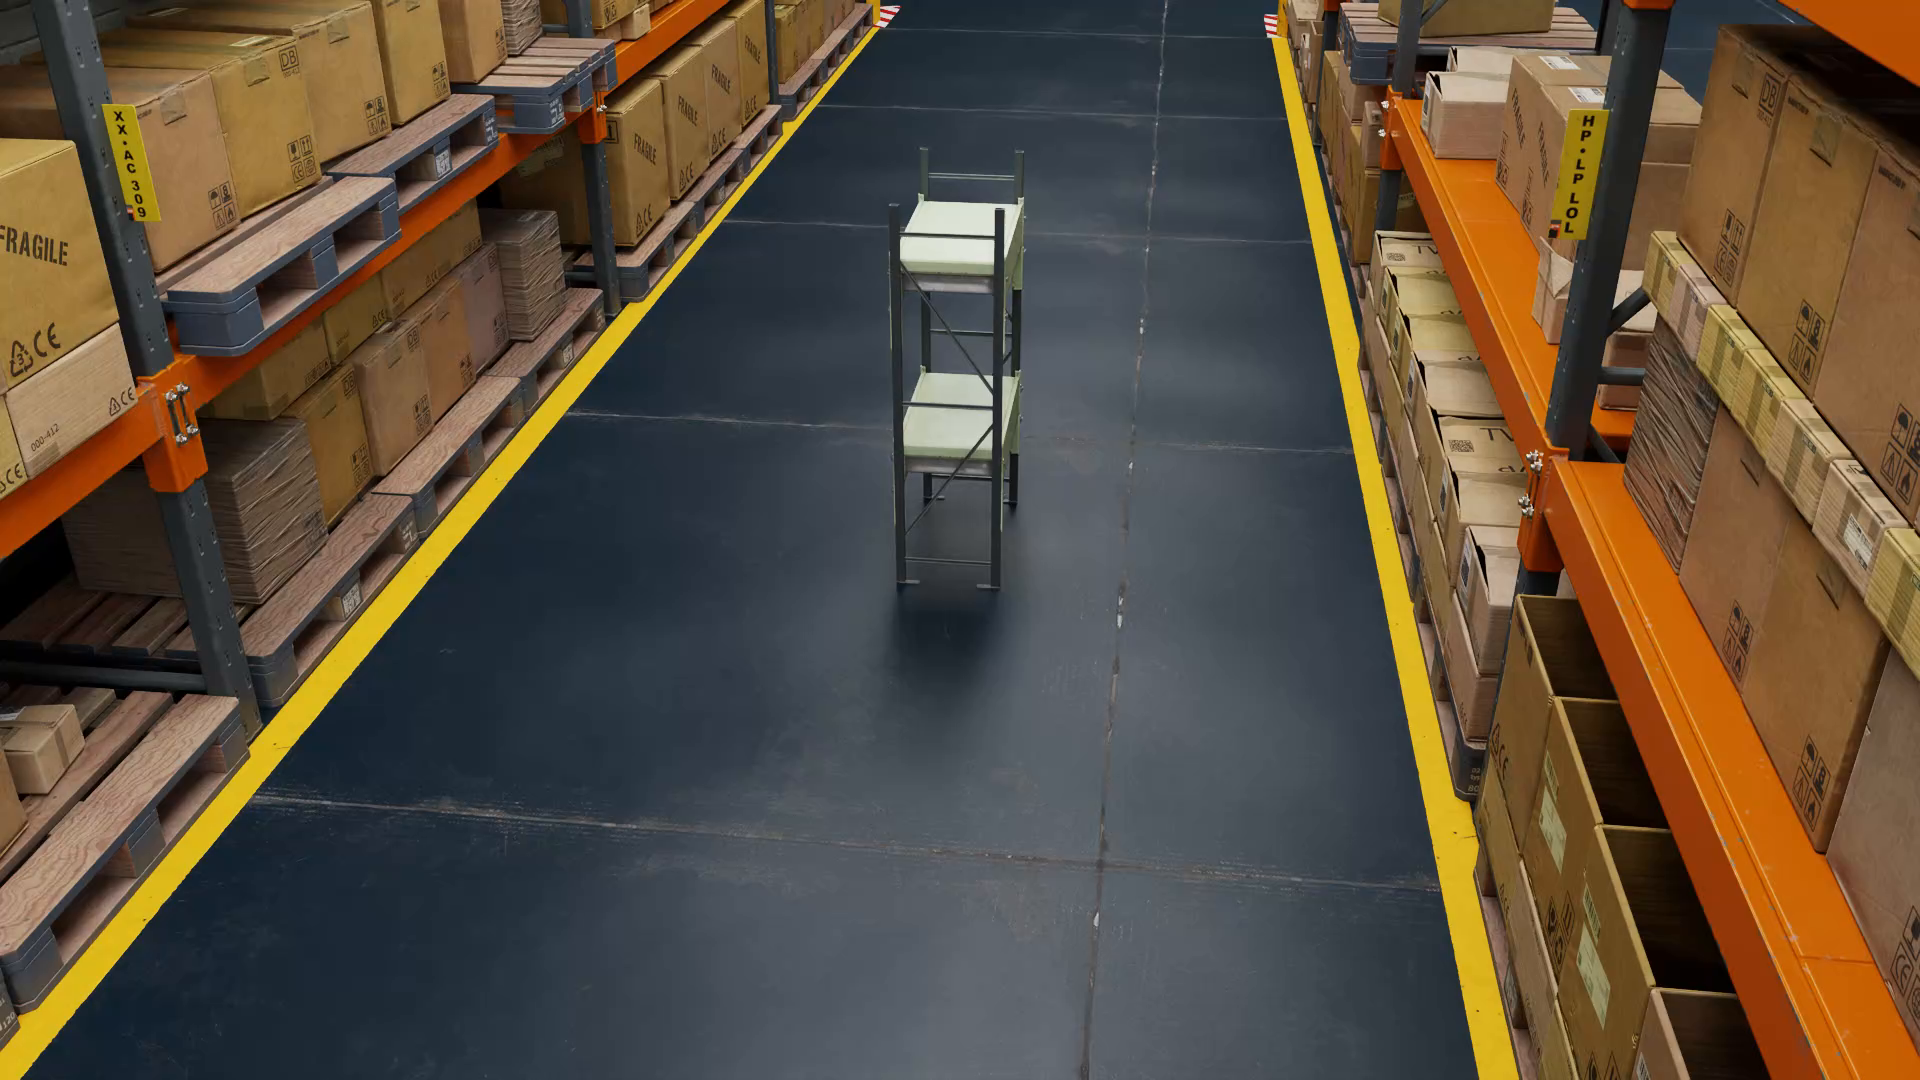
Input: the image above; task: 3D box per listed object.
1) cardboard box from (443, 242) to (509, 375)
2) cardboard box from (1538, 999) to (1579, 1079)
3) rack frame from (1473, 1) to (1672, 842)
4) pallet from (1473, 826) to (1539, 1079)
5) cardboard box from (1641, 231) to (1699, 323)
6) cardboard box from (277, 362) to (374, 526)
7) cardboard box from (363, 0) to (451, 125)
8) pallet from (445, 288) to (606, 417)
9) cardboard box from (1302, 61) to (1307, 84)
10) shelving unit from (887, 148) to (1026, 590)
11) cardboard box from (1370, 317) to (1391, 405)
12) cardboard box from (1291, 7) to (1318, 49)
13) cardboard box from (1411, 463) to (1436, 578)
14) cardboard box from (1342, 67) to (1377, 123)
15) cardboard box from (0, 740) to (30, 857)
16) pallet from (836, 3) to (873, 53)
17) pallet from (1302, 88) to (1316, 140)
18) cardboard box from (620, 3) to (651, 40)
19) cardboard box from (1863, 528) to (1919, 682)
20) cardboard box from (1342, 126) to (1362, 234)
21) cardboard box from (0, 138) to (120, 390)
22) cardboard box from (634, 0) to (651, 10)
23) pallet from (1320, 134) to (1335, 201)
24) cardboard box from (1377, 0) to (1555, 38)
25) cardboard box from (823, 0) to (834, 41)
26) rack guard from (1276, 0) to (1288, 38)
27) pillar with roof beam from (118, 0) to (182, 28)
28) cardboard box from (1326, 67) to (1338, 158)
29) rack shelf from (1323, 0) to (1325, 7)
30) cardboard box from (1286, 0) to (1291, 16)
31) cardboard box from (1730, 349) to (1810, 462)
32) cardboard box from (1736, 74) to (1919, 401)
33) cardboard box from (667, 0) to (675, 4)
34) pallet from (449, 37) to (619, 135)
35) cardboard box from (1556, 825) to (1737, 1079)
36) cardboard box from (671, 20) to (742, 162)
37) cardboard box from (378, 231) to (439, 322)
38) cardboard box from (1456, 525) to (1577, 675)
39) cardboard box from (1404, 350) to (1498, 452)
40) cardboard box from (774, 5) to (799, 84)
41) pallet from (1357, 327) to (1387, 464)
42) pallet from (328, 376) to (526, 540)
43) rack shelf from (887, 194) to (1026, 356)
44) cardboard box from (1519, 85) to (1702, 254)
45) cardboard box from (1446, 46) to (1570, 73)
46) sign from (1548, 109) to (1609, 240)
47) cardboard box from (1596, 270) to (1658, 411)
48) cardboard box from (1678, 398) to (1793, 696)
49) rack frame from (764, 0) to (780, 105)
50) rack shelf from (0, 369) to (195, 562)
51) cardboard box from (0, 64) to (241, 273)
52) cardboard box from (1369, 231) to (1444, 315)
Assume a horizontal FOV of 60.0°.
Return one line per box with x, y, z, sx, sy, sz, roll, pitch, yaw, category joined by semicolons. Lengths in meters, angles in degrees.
-2.564;-1.088;7.779;0.700;0.500;0.500;3;28;6;cardboard box
1.588;1.293;3.644;0.500;0.250;0.500;3;28;6;cardboard box
2.078;-0.404;4.337;1.000;3.000;0.127;3;28;6;rack frame
1.939;1.196;4.308;1.003;0.211;1.213;3;28;6;pallet
1.853;-0.618;3.945;0.380;0.149;0.250;3;28;6;cardboard box
-2.752;-0.377;6.458;0.700;0.500;0.500;3;28;5;cardboard box
-2.527;-2.001;6.732;0.700;0.500;0.500;3;28;6;cardboard box
-2.446;-0.977;8.341;1.003;0.211;1.213;3;28;6;pallet
2.833;-3.573;12.761;0.380;0.149;0.250;3;28;6;cardboard box
-0.001;-0.657;6.388;0.431;1.500;0.755;3;28;6;shelving unit
2.152;-0.795;7.519;0.500;0.250;0.500;3;28;5;cardboard box
3.078;-4.325;14.051;0.500;0.250;0.500;3;28;6;cardboard box
1.967;-0.069;6.171;0.500;0.250;0.500;4;29;7;cardboard box
2.574;-2.672;9.929;0.500;0.250;0.500;3;28;5;cardboard box
-2.926;0.708;4.445;0.500;0.500;0.500;1;28;2;cardboard box
-1.389;-4.730;15.307;1.003;0.211;1.213;3;28;6;pallet
3.143;-3.265;12.588;1.003;0.211;1.213;3;28;6;pallet
-1.922;-2.851;9.122;0.380;0.149;0.250;4;29;8;cardboard box
1.667;0.111;2.591;0.380;0.149;0.250;3;28;6;cardboard box
2.514;-2.077;9.615;0.500;0.500;0.500;2;28;4;cardboard box
-2.590;-0.722;4.274;0.500;0.500;0.500;3;28;6;cardboard box
-1.962;-3.216;9.117;0.500;0.500;0.500;4;29;8;cardboard box
2.996;-2.557;11.273;1.003;0.211;1.213;3;28;6;pallet
2.533;-2.818;8.271;0.700;0.500;0.500;-6;29;-11;cardboard box
-1.477;-4.615;14.347;0.700;0.500;0.500;2;28;5;cardboard box
3.539;-4.916;15.348;1.175;0.500;0.348;3;28;6;rack guard
0.906;-4.402;5.433;9.100;9.000;0.400;3;28;6;pillar with roof beam
2.703;-2.797;10.951;0.500;0.500;0.500;4;29;7;cardboard box
3.303;-4.794;13.244;1.077;0.370;4.000;3;28;6;rack shelf
3.156;-4.814;15.064;0.380;0.149;0.250;3;28;6;cardboard box
1.762;-0.255;3.271;0.380;0.149;0.250;3;28;6;cardboard box
1.969;-0.572;3.175;0.700;0.500;0.500;3;28;6;cardboard box
-1.901;-3.335;10.021;0.380;0.149;0.250;4;29;6;cardboard box
-2.330;-2.146;7.774;1.213;0.211;1.003;3;28;6;pallet
1.588;0.963;3.466;0.500;0.500;0.500;3;28;6;cardboard box
-1.915;-2.962;10.909;0.750;0.750;0.750;4;29;8;cardboard box
-2.575;-1.147;7.097;0.500;0.250;0.500;3;28;6;cardboard box
1.843;0.168;5.141;0.500;0.311;0.500;3;28;6;cardboard box
2.029;-0.549;6.471;0.500;0.311;0.500;3;28;6;cardboard box
-1.665;-3.886;12.993;0.700;0.500;0.500;4;29;7;cardboard box
2.429;-0.674;7.778;1.003;0.211;1.213;3;28;6;pallet
-2.598;-0.405;7.278;1.003;0.211;1.213;3;28;6;pallet
-0.001;-1.001;6.203;0.431;0.370;0.720;3;28;6;rack shelf
2.314;-1.292;5.880;0.500;0.500;0.500;3;28;6;cardboard box
2.480;-2.079;7.540;0.500;0.311;0.500;5;29;9;cardboard box
1.538;-0.905;4.131;0.100;0.325;0.005;3;28;6;sign
2.095;-0.572;4.807;0.500;0.250;0.500;5;29;9;cardboard box
1.972;0.010;3.463;0.700;0.500;0.500;3;28;6;cardboard box
-1.859;-4.455;11.857;1.000;3.000;0.127;3;28;6;rack frame
-3.084;0.568;3.291;1.077;0.370;4.000;3;28;6;rack shelf
-2.743;-1.165;5.181;0.700;0.500;0.500;3;29;6;cardboard box
2.213;-1.278;7.825;0.500;0.311;0.500;4;29;8;cardboard box
